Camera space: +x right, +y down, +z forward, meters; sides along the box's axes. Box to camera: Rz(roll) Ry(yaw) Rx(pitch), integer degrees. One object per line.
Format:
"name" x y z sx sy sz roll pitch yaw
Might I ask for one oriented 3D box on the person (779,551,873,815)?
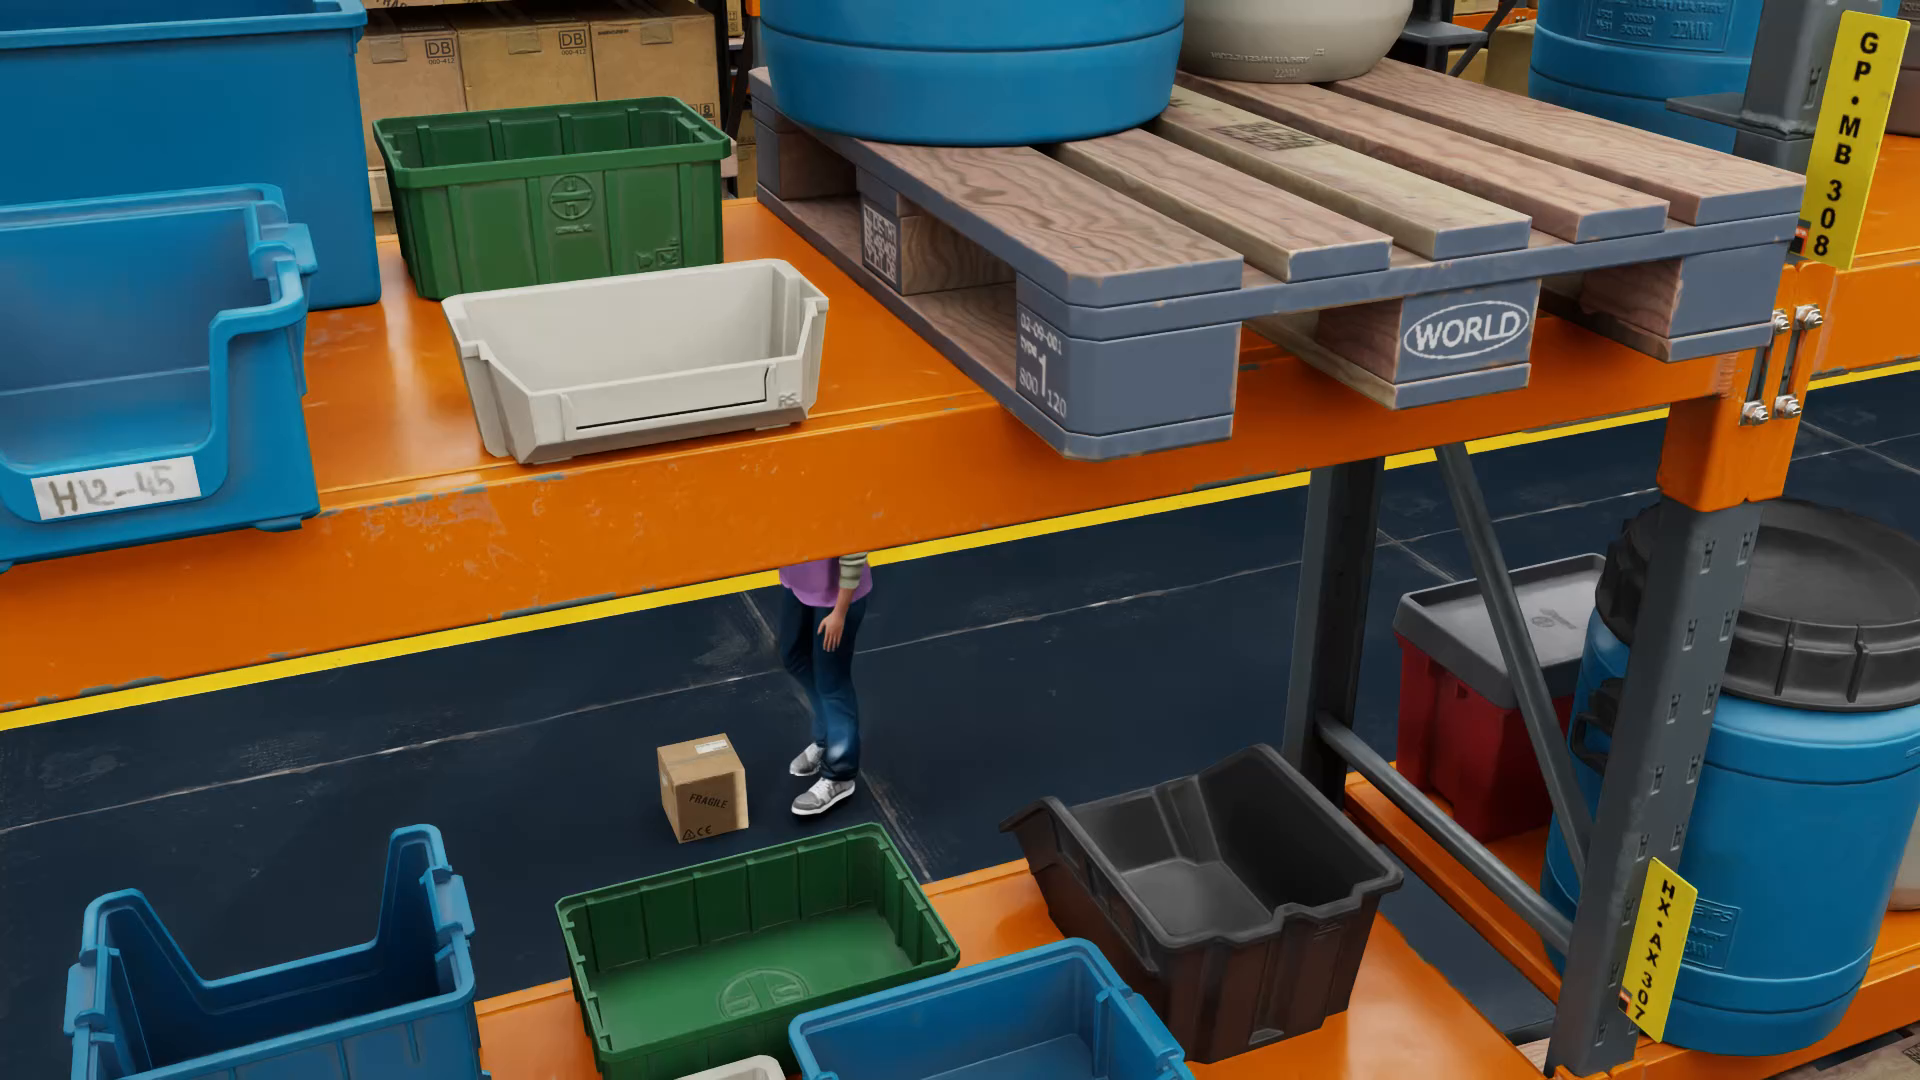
"person" -0.488 0.203 5.712 0.373 1.621 0.464 -16 30 -28
